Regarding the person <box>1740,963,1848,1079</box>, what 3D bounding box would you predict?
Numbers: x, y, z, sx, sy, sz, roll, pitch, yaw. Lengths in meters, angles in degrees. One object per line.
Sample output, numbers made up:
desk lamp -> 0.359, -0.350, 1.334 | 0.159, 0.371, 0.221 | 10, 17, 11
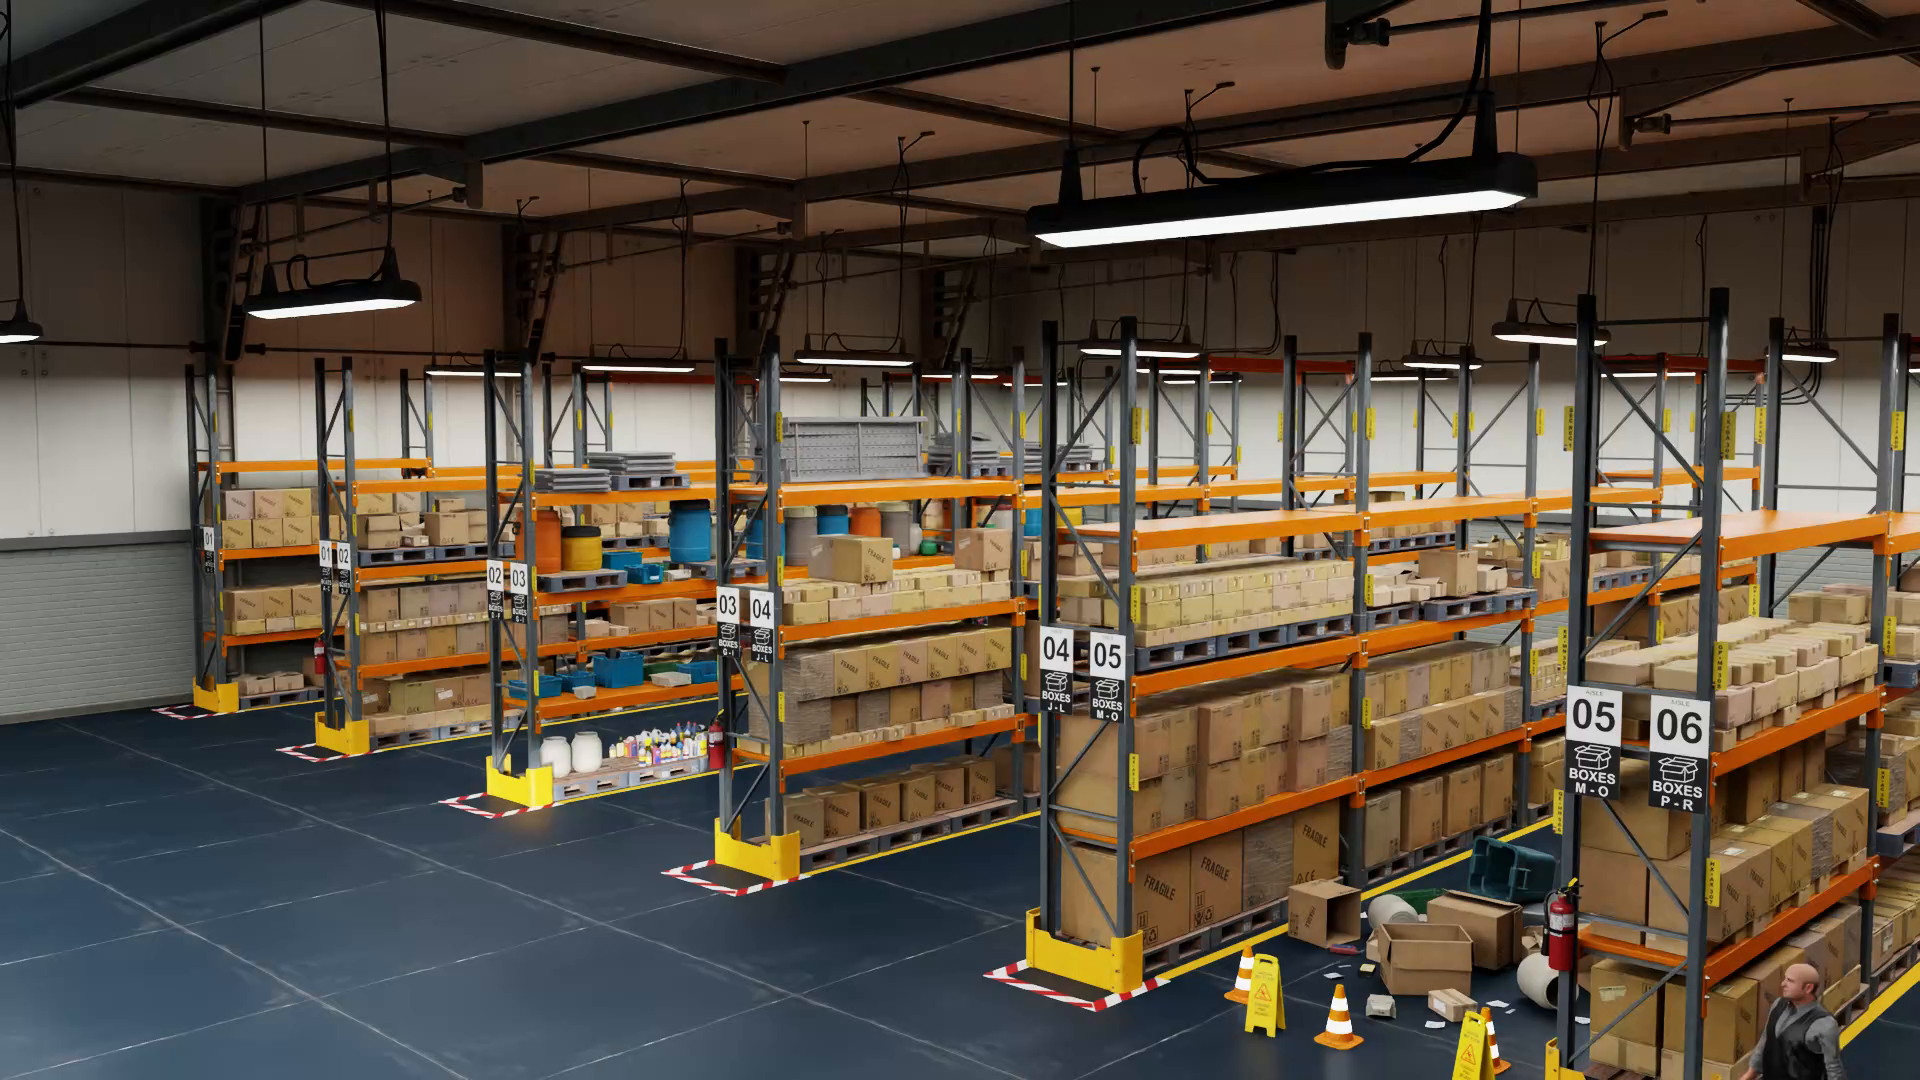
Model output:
person -> 5.185, 3.500, 10.530 | 1.020, 1.669, 0.571 | 0, 4, -6

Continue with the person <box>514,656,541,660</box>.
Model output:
person -> -7.886, 2.054, 30.115 | 0.438, 1.578, 1.068 | 2, 5, 29
